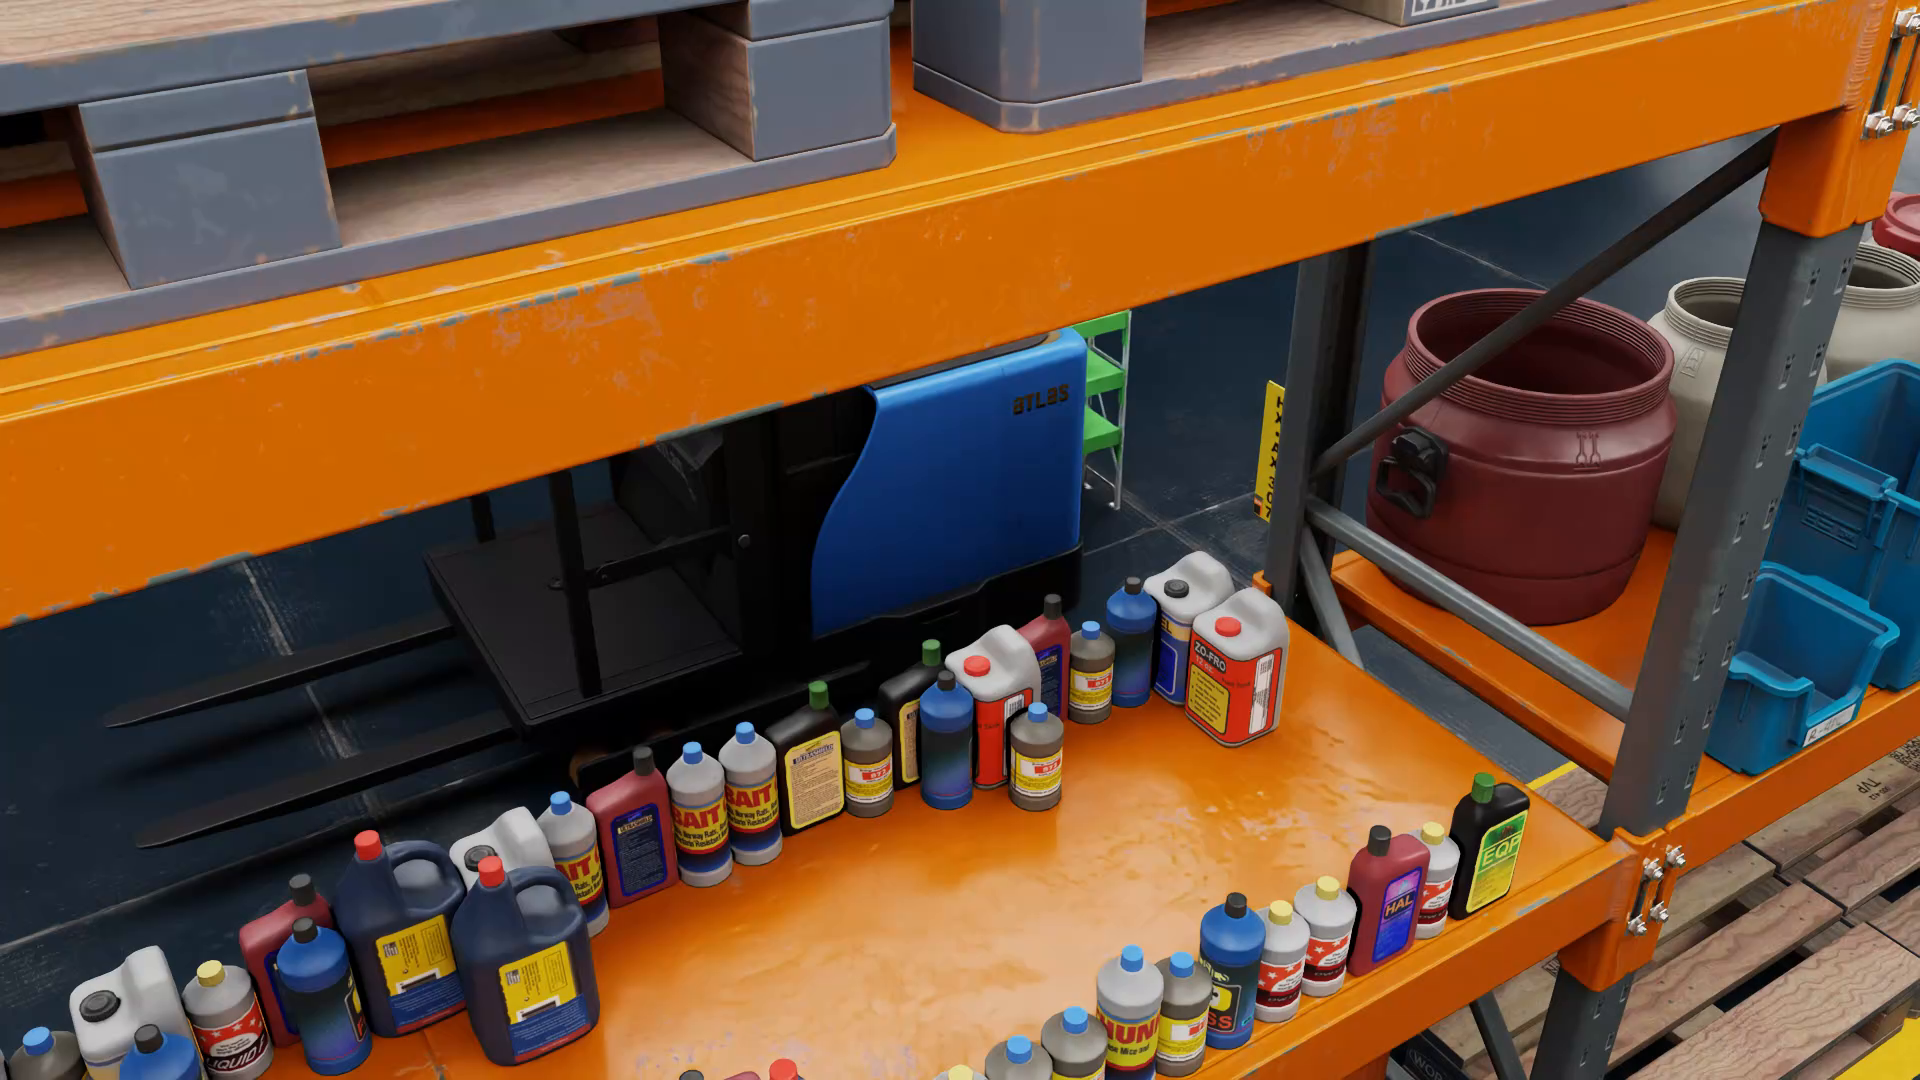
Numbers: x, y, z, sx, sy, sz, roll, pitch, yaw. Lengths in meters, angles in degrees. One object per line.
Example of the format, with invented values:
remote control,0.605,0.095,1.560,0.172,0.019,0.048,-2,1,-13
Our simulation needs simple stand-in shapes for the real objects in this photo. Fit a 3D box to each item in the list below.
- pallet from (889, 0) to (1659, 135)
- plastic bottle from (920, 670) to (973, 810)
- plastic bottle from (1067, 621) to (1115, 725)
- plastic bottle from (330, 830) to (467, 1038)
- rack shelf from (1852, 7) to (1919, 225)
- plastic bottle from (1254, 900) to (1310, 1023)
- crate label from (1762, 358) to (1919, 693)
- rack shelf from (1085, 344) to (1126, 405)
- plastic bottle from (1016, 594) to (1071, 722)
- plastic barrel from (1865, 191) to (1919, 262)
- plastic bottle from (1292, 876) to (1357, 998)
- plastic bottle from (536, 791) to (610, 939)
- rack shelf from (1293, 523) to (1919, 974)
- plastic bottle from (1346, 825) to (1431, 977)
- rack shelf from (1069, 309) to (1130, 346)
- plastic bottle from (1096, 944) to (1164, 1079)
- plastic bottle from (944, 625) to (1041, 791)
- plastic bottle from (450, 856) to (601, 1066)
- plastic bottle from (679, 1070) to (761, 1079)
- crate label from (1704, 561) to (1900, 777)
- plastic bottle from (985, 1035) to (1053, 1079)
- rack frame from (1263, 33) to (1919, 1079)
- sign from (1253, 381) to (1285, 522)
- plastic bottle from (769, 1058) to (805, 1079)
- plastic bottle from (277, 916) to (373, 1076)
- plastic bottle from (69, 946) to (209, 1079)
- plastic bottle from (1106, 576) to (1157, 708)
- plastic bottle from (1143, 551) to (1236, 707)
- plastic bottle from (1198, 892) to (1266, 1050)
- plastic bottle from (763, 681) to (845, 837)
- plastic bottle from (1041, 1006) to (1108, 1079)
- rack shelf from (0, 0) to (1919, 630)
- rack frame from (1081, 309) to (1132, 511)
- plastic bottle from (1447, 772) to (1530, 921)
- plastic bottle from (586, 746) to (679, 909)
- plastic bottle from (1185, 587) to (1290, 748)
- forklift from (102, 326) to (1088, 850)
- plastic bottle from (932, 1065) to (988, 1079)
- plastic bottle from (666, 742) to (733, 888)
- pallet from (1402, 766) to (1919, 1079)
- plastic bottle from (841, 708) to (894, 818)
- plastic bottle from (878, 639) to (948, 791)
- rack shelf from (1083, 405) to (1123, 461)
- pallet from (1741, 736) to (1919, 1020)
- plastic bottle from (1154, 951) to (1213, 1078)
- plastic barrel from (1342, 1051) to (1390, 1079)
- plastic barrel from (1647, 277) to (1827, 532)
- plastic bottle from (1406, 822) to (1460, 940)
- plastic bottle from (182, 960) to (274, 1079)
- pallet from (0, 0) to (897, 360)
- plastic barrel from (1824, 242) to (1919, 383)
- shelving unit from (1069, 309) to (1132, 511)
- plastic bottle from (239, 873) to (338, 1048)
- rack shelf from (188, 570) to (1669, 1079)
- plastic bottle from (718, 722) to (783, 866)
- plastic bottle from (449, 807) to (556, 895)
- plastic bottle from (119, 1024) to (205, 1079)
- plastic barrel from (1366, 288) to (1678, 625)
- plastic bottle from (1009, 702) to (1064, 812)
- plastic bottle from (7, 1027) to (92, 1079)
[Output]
pallet,0.287,-0.876,2.192,1.213,0.211,1.003,-19,37,-27
plastic bottle,-0.024,0.353,3.000,0.097,0.271,0.097,0,32,0
plastic bottle,0.250,0.249,3.229,0.097,0.201,0.097,0,32,0
plastic bottle,-0.858,0.582,2.562,0.185,0.351,0.144,-19,37,-27
rack shelf,2.664,-1.407,3.531,4.000,0.370,1.077,-19,37,-27
plastic bottle,0.492,0.648,2.597,0.097,0.201,0.097,0,32,0
crate label,1.965,-0.045,3.477,0.616,0.435,0.502,-19,37,-27
rack shelf,0.341,-0.556,6.127,0.480,0.148,0.258,-18,36,-26
plastic bottle,0.143,0.240,3.167,0.133,0.283,0.061,-19,37,-27
plastic barrel,2.442,-0.562,4.203,0.433,0.535,0.433,0,32,0
plastic bottle,0.573,0.620,2.642,0.097,0.201,0.097,0,32,0
plastic bottle,-0.639,0.526,2.726,0.097,0.271,0.097,0,32,0
rack shelf,2.664,-0.138,4.331,4.000,0.370,1.077,-19,37,-27
plastic bottle,0.680,0.560,2.660,0.133,0.283,0.061,-19,37,-27
rack shelf,0.341,-0.759,5.999,0.480,0.148,0.258,-18,36,-26
plastic bottle,0.246,0.703,2.445,0.097,0.271,0.097,0,32,0
plastic bottle,0.055,0.302,3.076,0.135,0.276,0.152,-19,37,-27
plastic bottle,-0.662,0.612,2.515,0.185,0.351,0.144,-19,37,-27
plastic bottle,-0.320,0.813,2.260,0.133,0.283,0.061,-19,37,-27
crate label,1.540,0.253,3.194,0.416,0.233,0.303,-19,37,-27
plastic bottle,0.083,0.789,2.374,0.097,0.201,0.097,0,32,0
rack frame,0.983,0.136,3.223,0.127,3.000,1.000,-19,37,-27
sign,0.679,-0.178,3.567,0.005,0.325,0.100,-19,37,-27
plastic bottle,-0.243,0.823,2.180,0.185,0.351,0.144,-19,37,-27
plastic bottle,-0.956,0.673,2.492,0.097,0.271,0.097,0,32,0
plastic bottle,-1.184,0.728,2.400,0.135,0.276,0.152,-19,37,-27
plastic bottle,0.332,0.192,3.255,0.097,0.271,0.097,0,32,0
plastic bottle,0.444,0.169,3.288,0.135,0.276,0.152,-19,37,-27
plastic bottle,0.410,0.647,2.534,0.097,0.271,0.097,0,32,0
plastic bottle,-0.276,0.384,2.939,0.133,0.283,0.061,-19,37,-27
plastic bottle,0.164,0.761,2.419,0.097,0.201,0.097,0,32,0
rack shelf,-0.698,-0.250,1.698,4.000,0.370,1.077,-19,37,-27
rack frame,0.550,-0.678,6.200,0.015,1.200,0.240,-18,36,-26
plastic bottle,0.874,0.494,2.766,0.133,0.283,0.061,-19,37,-27
plastic bottle,-0.552,0.479,2.789,0.133,0.283,0.061,-19,37,-27
plastic bottle,0.527,0.237,3.179,0.135,0.276,0.152,-19,37,-27
forklift,-1.107,-0.785,4.747,3.031,2.935,1.130,-18,36,-26
plastic bottle,0.001,0.817,2.329,0.097,0.201,0.097,0,32,0
plastic bottle,-0.445,0.459,2.832,0.097,0.271,0.097,0,32,0
pallet,1.655,1.109,4.294,1.213,0.211,1.003,-19,37,-27
plastic bottle,-0.169,0.394,3.001,0.097,0.201,0.097,0,32,0
plastic bottle,-0.082,0.317,3.045,0.133,0.283,0.061,-19,37,-27
rack shelf,0.341,-0.353,6.255,0.480,0.148,0.258,-18,36,-26
pallet,2.680,0.758,4.850,1.213,0.211,1.003,-19,37,-27
plastic bottle,0.328,0.704,2.508,0.097,0.201,0.097,0,32,0
plastic barrel,0.581,1.025,3.454,0.708,0.830,0.600,-19,37,-27
plastic barrel,1.732,-0.304,3.816,0.421,0.512,0.421,0,32,0
plastic bottle,0.767,0.553,2.747,0.097,0.201,0.097,0,32,0
plastic bottle,-1.101,0.714,2.492,0.097,0.201,0.097,0,32,0
pallet,-0.821,-0.496,1.591,1.213,0.211,1.003,-19,37,-27
plastic barrel,2.086,-0.426,4.009,0.421,0.512,0.421,0,32,0
shelving unit,0.341,-0.610,6.093,0.503,1.200,0.258,-18,36,-26
plastic bottle,-1.014,0.638,2.536,0.133,0.283,0.061,-19,37,-27
rack shelf,-0.698,1.018,2.498,4.000,0.370,1.077,-19,37,-27
plastic bottle,-0.363,0.431,2.876,0.097,0.271,0.097,0,32,0
plastic bottle,-0.721,0.569,2.652,0.135,0.276,0.152,-19,37,-27
plastic bottle,-1.101,0.781,2.321,0.097,0.271,0.097,0,32,0
plastic barrel,1.209,-0.192,3.615,0.708,0.536,0.600,-19,37,-27
plastic bottle,0.139,0.384,3.015,0.097,0.201,0.097,0,32,0
plastic bottle,-1.296,0.781,2.386,0.097,0.201,0.097,0,32,0
